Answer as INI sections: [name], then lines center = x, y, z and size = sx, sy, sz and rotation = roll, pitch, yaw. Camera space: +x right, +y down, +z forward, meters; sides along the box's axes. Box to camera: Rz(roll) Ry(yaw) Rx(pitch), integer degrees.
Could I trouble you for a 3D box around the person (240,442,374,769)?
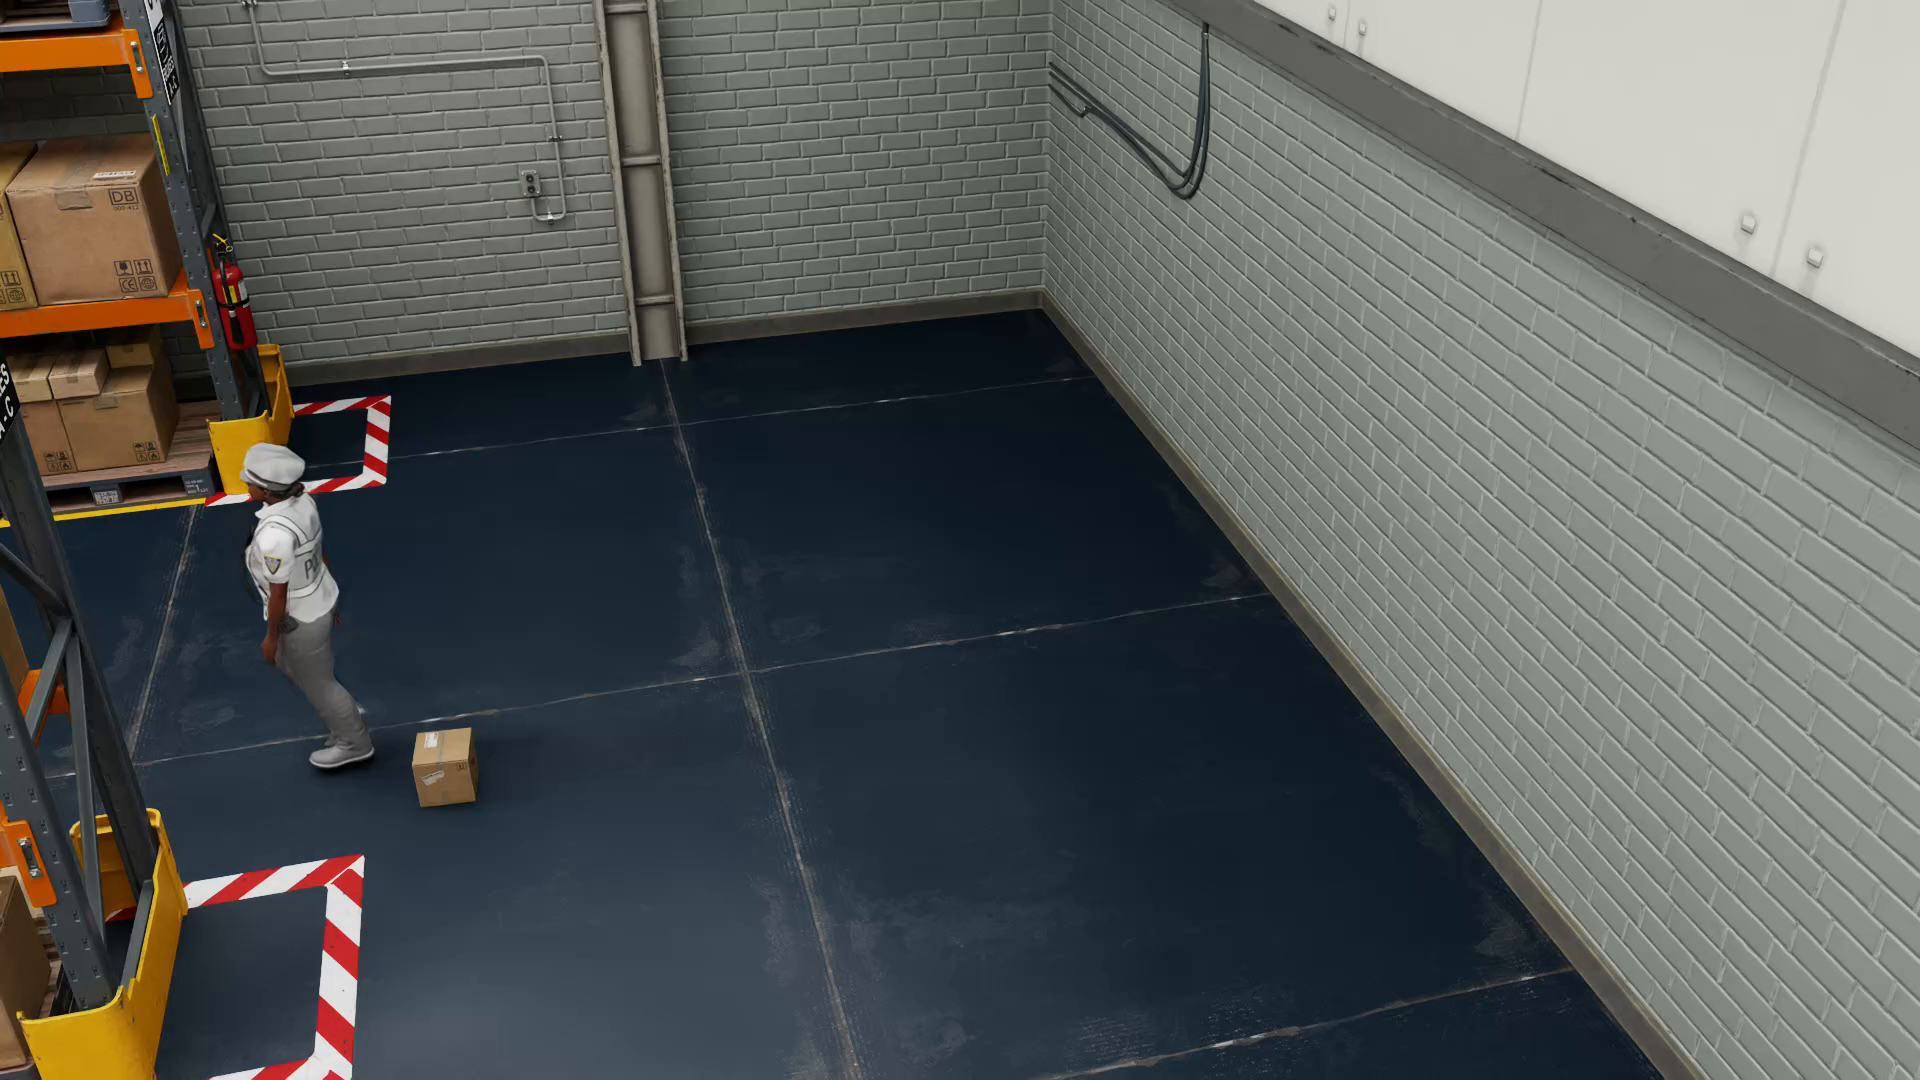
[person]
center = -3.045, 0.342, 7.602
size = 0.439, 1.718, 0.433
rotation = -3, 31, -6
